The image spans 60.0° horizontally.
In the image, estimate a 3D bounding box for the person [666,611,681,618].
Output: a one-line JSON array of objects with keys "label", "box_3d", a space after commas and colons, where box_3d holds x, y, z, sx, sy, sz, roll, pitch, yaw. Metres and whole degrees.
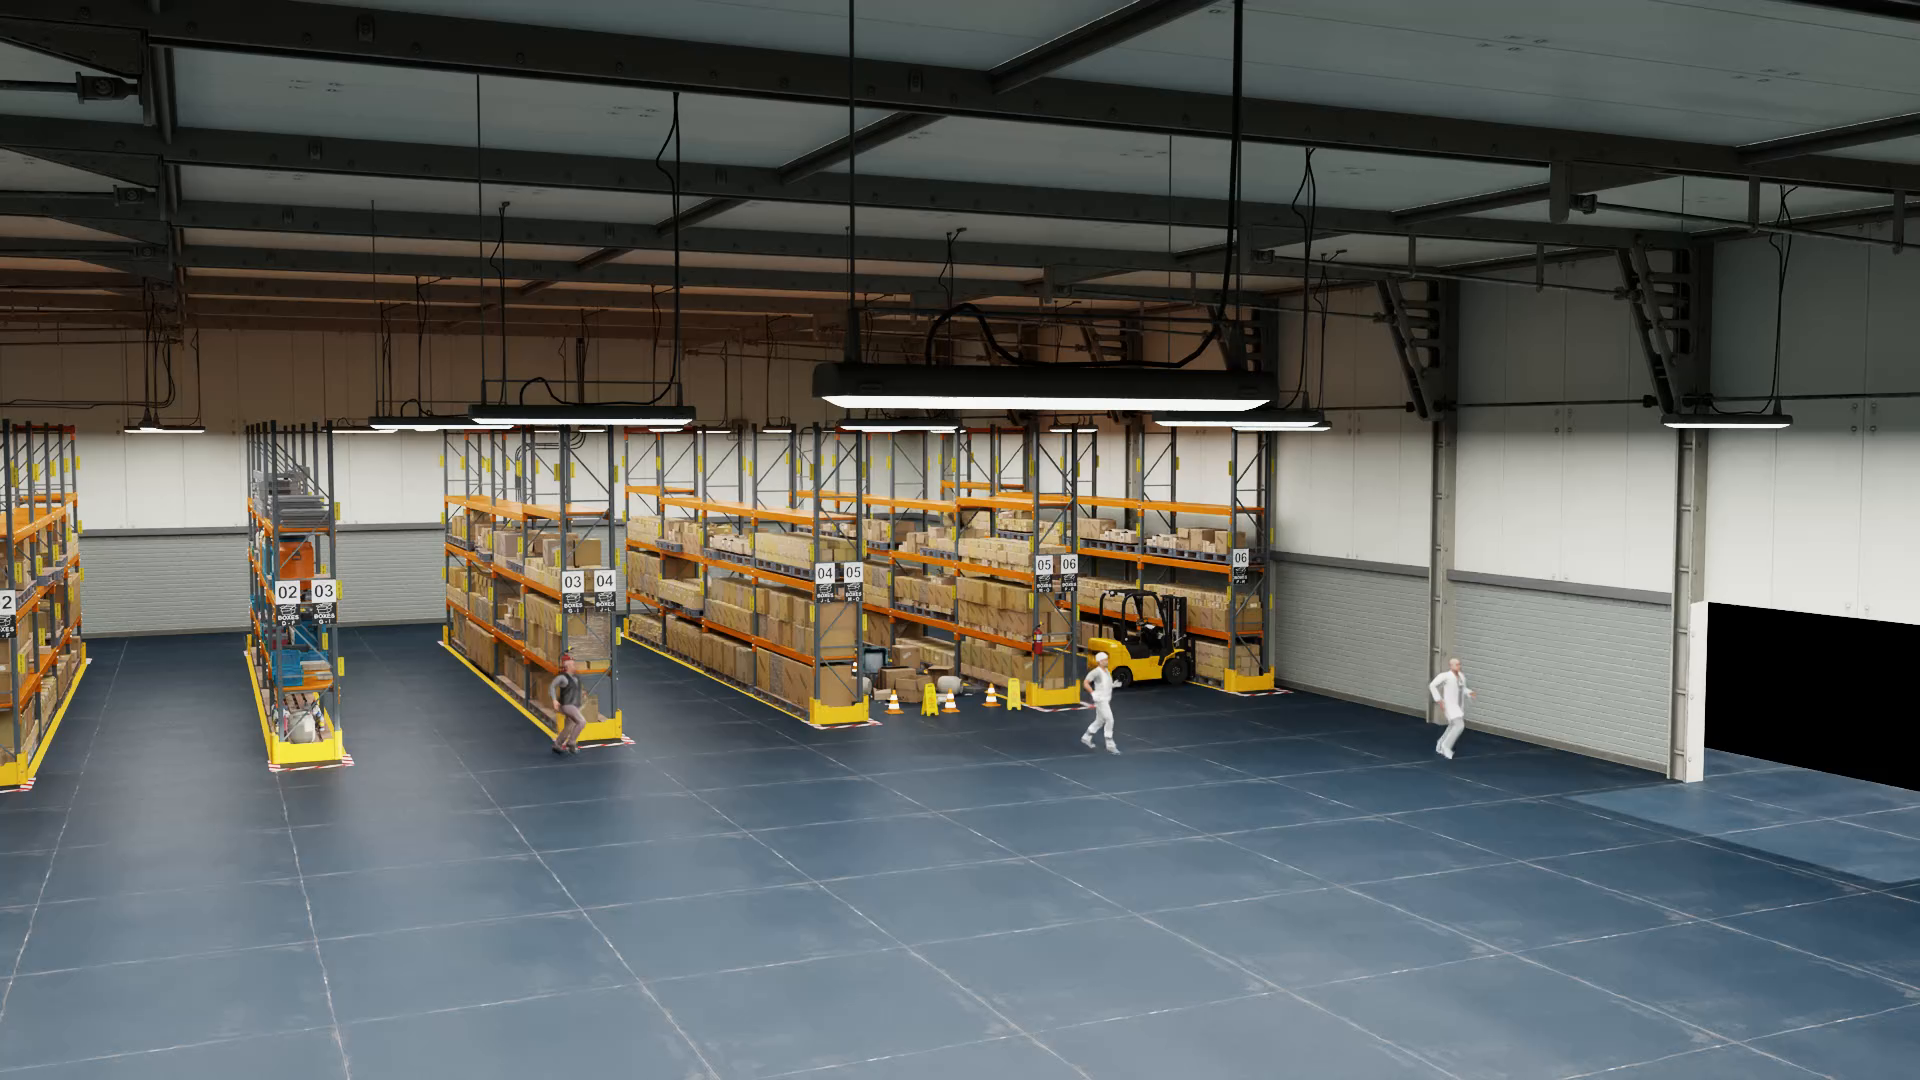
[{"label": "person", "box_3d": [-8.499, 1.767, 49.536, 0.637, 1.761, 0.659, -2, 4, -23]}]

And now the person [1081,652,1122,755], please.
[{"label": "person", "box_3d": [2.562, 2.938, 30.085, 0.814, 1.824, 0.640, 2, 4, 23]}]

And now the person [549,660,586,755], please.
[{"label": "person", "box_3d": [-6.974, 2.996, 29.895, 0.679, 1.659, 0.644, 1, 4, 16]}]

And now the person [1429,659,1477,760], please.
[{"label": "person", "box_3d": [8.796, 3.001, 29.564, 0.701, 1.792, 0.762, -3, 5, -38]}]
